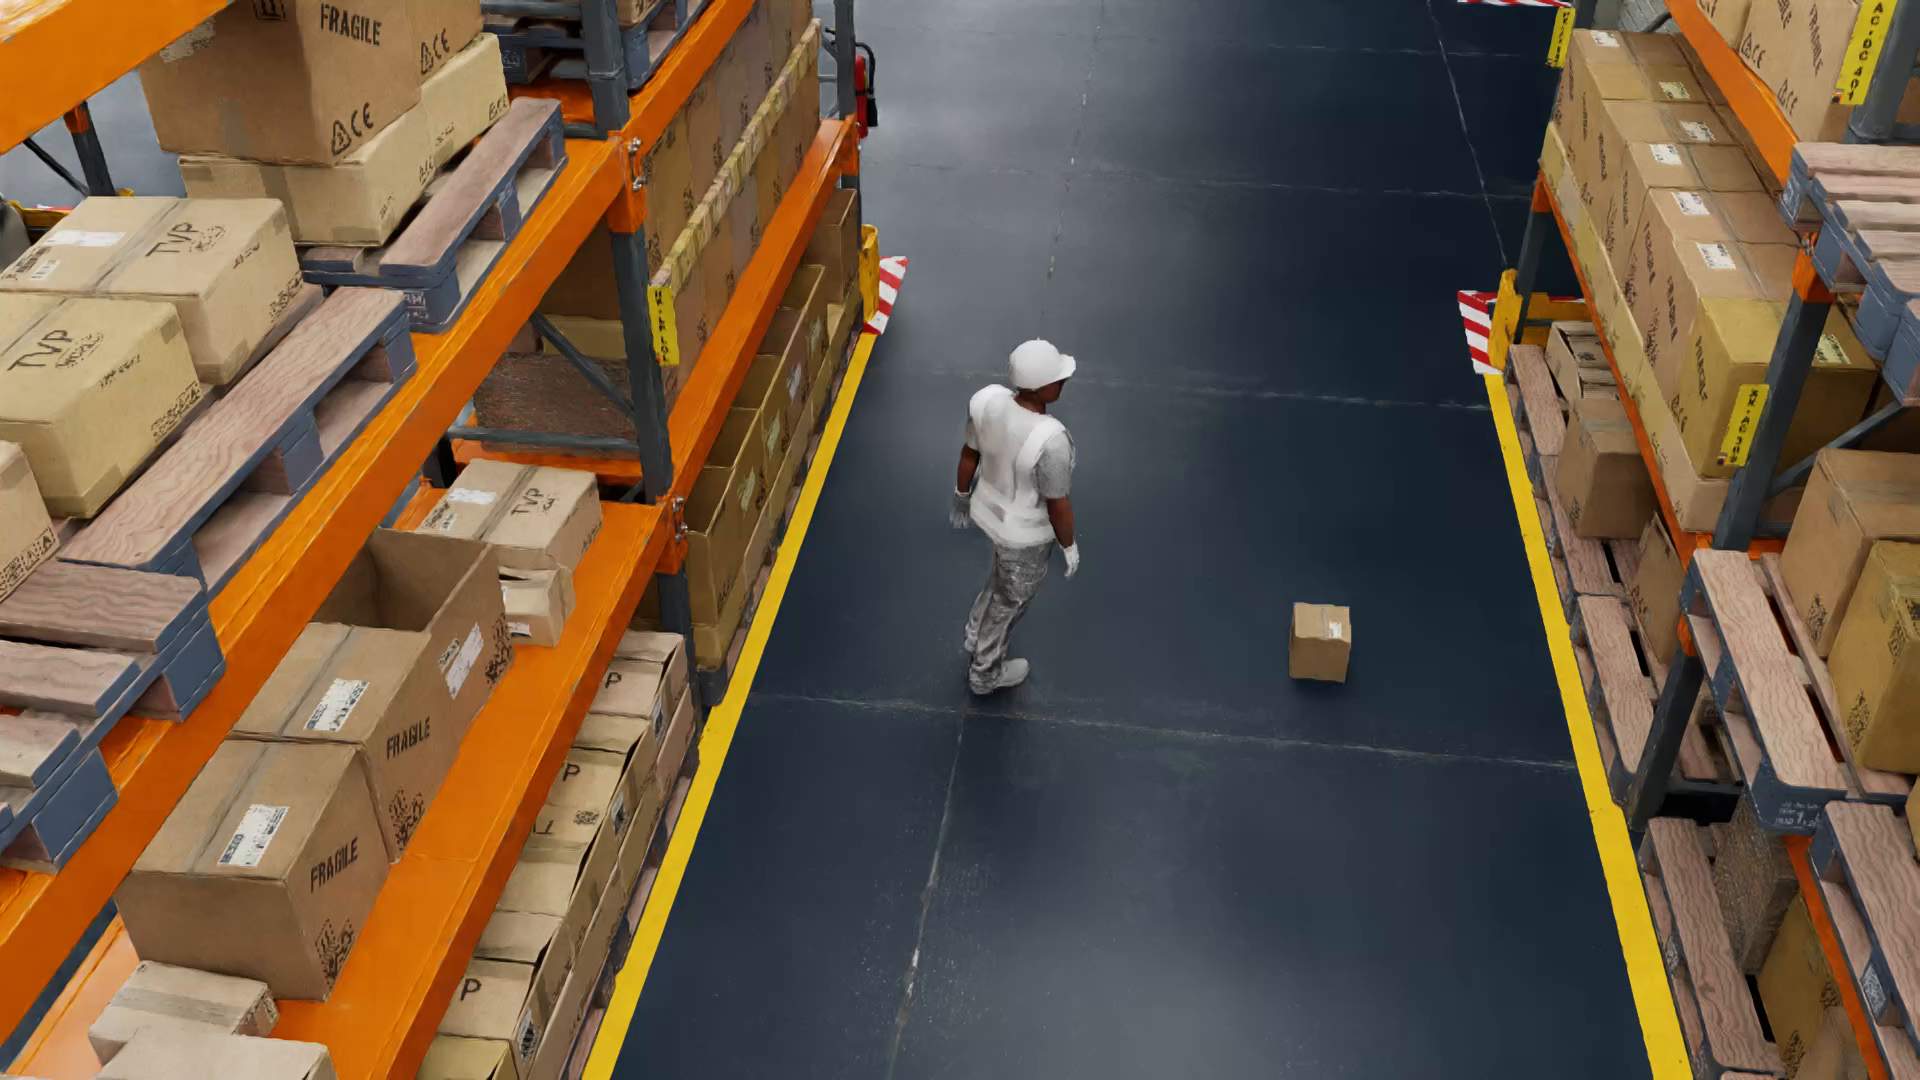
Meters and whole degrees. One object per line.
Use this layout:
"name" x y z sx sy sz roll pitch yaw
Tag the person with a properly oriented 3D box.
"person" 0.256 -0.086 7.115 0.462 1.775 0.641 -20 40 -26
